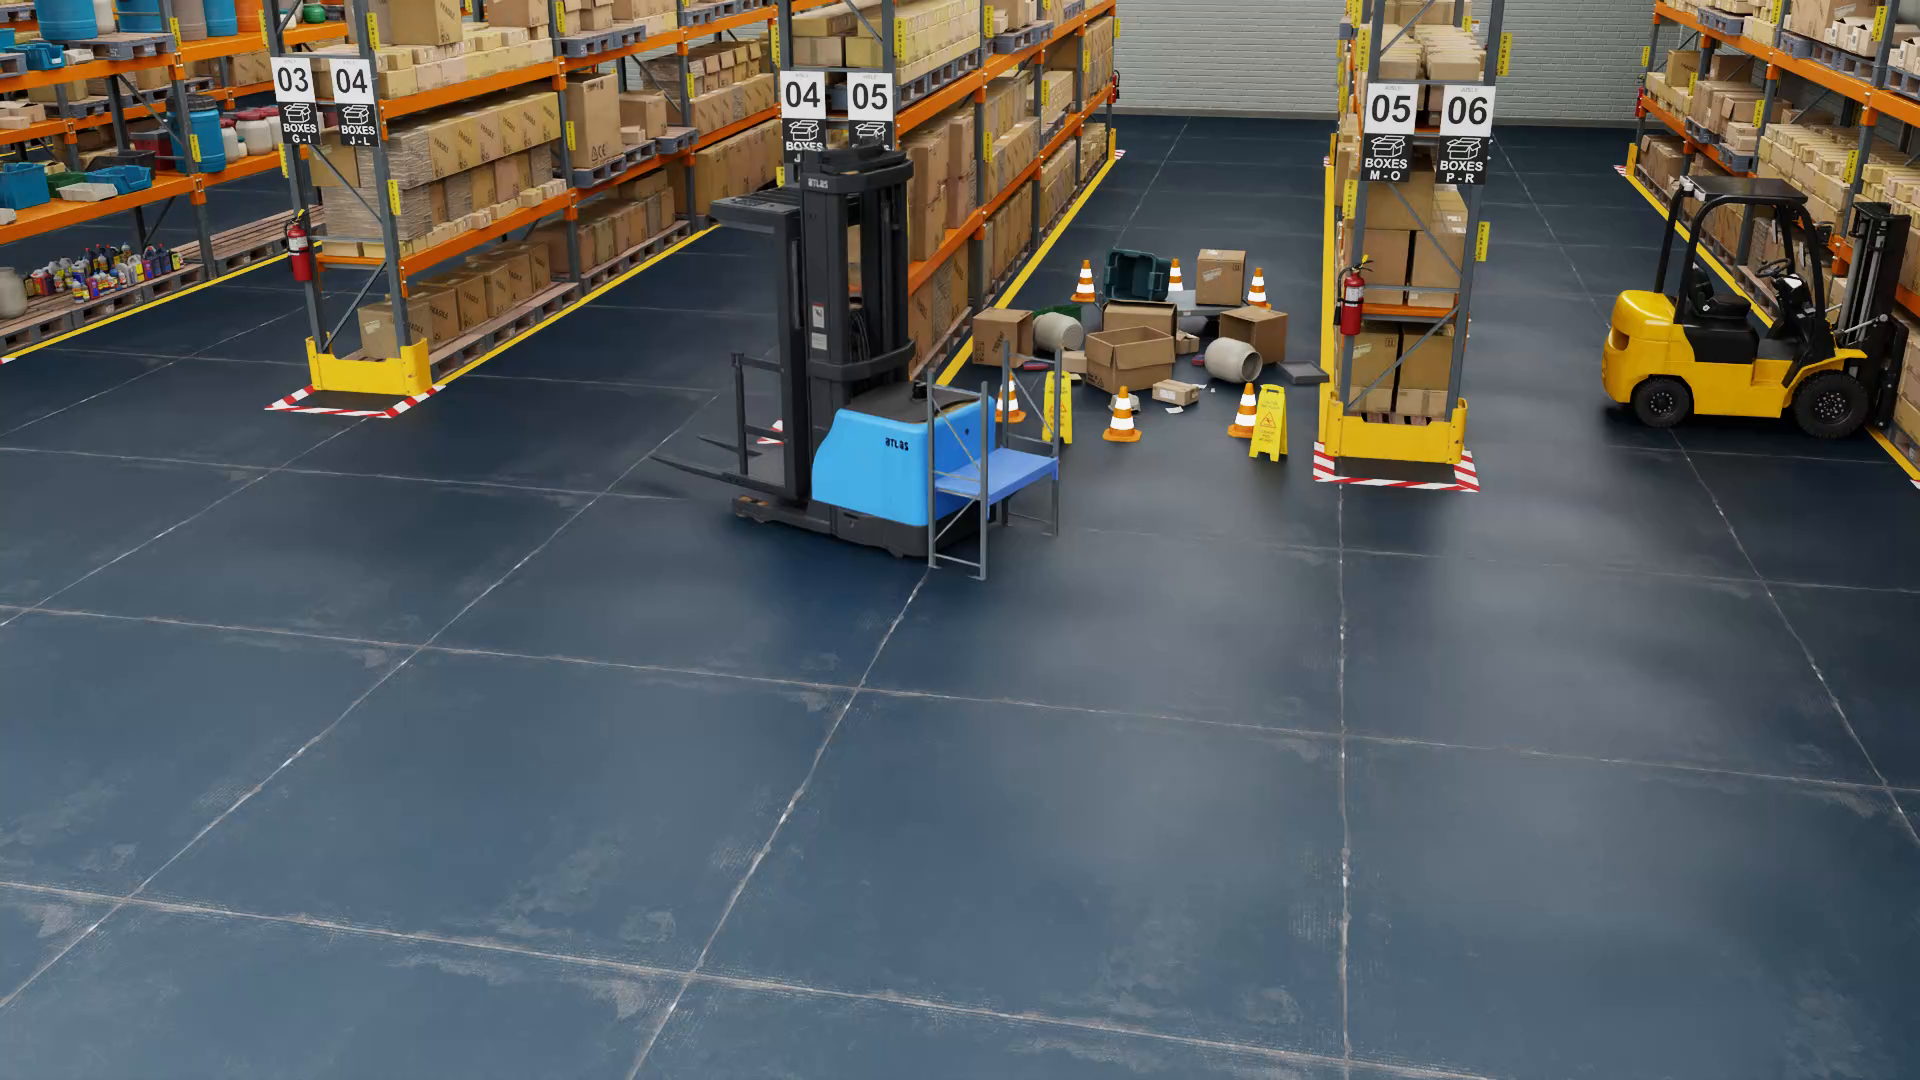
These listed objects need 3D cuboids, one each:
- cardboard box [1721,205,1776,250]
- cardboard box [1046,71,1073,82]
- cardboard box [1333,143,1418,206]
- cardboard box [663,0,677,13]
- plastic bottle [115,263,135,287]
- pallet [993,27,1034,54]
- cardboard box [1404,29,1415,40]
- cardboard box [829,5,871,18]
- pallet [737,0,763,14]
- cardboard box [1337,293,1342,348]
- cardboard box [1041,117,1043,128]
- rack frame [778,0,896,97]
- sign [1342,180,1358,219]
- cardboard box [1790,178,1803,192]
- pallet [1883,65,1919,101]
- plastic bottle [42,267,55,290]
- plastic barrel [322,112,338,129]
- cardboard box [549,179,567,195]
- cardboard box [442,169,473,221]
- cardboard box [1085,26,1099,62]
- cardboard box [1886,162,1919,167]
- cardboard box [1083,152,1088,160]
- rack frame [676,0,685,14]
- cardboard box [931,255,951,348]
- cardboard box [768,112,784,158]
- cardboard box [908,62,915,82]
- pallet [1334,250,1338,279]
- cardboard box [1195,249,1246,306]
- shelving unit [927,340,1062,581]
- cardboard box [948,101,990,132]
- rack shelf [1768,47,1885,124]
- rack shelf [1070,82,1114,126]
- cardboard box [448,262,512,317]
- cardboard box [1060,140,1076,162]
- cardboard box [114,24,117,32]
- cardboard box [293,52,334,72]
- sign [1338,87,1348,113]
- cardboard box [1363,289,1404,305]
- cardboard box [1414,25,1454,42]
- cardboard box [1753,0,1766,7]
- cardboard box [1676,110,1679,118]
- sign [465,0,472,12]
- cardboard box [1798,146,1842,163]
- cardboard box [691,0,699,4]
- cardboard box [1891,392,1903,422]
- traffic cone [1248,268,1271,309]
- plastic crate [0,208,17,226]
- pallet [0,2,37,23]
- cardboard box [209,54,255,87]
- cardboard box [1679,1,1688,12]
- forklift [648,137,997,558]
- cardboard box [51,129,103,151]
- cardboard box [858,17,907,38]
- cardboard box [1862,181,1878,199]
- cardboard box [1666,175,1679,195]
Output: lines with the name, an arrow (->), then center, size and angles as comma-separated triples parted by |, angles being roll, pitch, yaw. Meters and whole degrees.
cardboard box -> 10.295, -4.066, 21.718 | 0.500, 0.500, 0.500 | 4, 22, 10
cardboard box -> 1.506, -7.050, 25.321 | 0.380, 0.149, 0.250 | 5, 23, 13
cardboard box -> 3.819, -3.359, 15.308 | 0.700, 0.500, 0.500 | 4, 22, 10
cardboard box -> -4.107, -7.286, 22.111 | 0.500, 0.500, 0.500 | 5, 22, 12
plastic bottle -> -9.911, -3.160, 19.742 | 0.152, 0.276, 0.135 | 5, 22, 12
pallet -> 0.275, -6.050, 20.097 | 1.003, 0.211, 1.213 | 6, 23, 13
cardboard box -> 4.608, -5.333, 17.703 | 0.500, 0.250, 0.500 | 4, 22, 10
cardboard box -> -1.056, -4.969, 15.734 | 0.380, 0.149, 0.250 | 4, 22, 10
pallet -> -3.577, -8.236, 25.530 | 0.805, 0.209, 1.217 | 4, 22, 9
cardboard box -> 3.935, -2.084, 16.127 | 0.500, 0.500, 0.500 | 4, 22, 10
cardboard box -> 0.924, -5.719, 22.813 | 0.380, 0.149, 0.250 | 6, 23, 14
rack frame -> -1.052, -5.252, 13.848 | 1.000, 3.000, 0.127 | 4, 22, 11
sign -> 3.275, -2.862, 13.971 | 0.100, 0.325, 0.005 | 4, 22, 11
cardboard box -> 9.664, -3.902, 18.728 | 0.500, 0.250, 0.500 | 5, 23, 13
pallet -> 9.342, -4.251, 15.496 | 1.003, 0.211, 1.213 | 4, 22, 11
plastic bottle -> -10.684, -3.048, 19.464 | 0.152, 0.276, 0.135 | 4, 22, 9
plastic barrel -> -8.902, -6.058, 23.697 | 0.600, 0.536, 0.708 | 4, 22, 11
cardboard box -> -4.827, -4.129, 19.427 | 0.380, 0.149, 0.250 | 4, 22, 11
cardboard box -> -5.619, -3.639, 17.342 | 0.875, 0.500, 0.500 | 4, 22, 11
cardboard box -> 1.951, -8.025, 26.893 | 0.500, 0.500, 0.500 | 5, 22, 12
cardboard box -> 9.930, -3.859, 17.419 | 0.380, 0.149, 0.250 | 4, 22, 11
cardboard box -> 1.899, -6.365, 27.497 | 0.380, 0.149, 0.250 | 6, 23, 13
rack frame -> -4.255, -8.592, 22.143 | 1.000, 3.000, 0.127 | 4, 22, 11
cardboard box -> -0.613, -2.586, 17.542 | 0.875, 0.875, 0.875 | 5, 22, 11
cardboard box -> -3.226, -6.717, 27.799 | 0.875, 0.875, 0.875 | 4, 22, 11
cardboard box -> -0.617, -4.179, 14.840 | 0.380, 0.149, 0.250 | 5, 22, 11
pallet -> 5.286, -3.475, 21.200 | 1.003, 0.211, 1.213 | 4, 22, 11
cardboard box -> 2.882, -2.908, 18.391 | 0.500, 0.500, 0.500 | 4, 22, 11
shelving unit -> 0.262, -0.610, 12.360 | 0.538, 1.500, 1.048 | 14, 26, 31
cardboard box -> -0.037, -4.812, 19.315 | 0.700, 0.500, 0.500 | 4, 22, 10
rack shelf -> 9.899, -5.003, 18.210 | 1.077, 0.370, 4.000 | 4, 22, 11
rack shelf -> 1.804, -7.255, 27.816 | 1.077, 0.370, 4.000 | 4, 22, 11
cardboard box -> -5.351, -2.796, 18.564 | 0.500, 0.500, 0.500 | 2, 22, 6
cardboard box -> 1.492, -5.949, 25.390 | 0.500, 0.250, 0.500 | 4, 22, 9
cardboard box -> -17.264, -9.820, 32.820 | 0.980, 0.700, 0.700 | 5, 23, 13
cardboard box -> -6.136, -4.516, 15.703 | 0.380, 0.149, 0.250 | 4, 22, 11
sign -> 4.903, -5.632, 21.274 | 0.100, 0.325, 0.005 | 4, 22, 11
cardboard box -> 3.681, -2.165, 14.550 | 0.380, 0.149, 0.250 | 5, 23, 13
cardboard box -> 4.780, -5.104, 16.764 | 0.380, 0.149, 0.250 | 5, 22, 12
cardboard box -> 10.303, -6.852, 21.106 | 0.380, 0.149, 0.250 | 4, 22, 10
cardboard box -> 11.082, -6.447, 25.183 | 0.380, 0.149, 0.250 | 5, 22, 12
sign -> -5.615, -6.202, 19.003 | 0.100, 0.325, 0.005 | 4, 22, 11
cardboard box -> 9.553, -4.276, 18.453 | 0.380, 0.149, 0.250 | 4, 22, 9
cardboard box -> -4.111, -7.993, 23.974 | 0.500, 0.500, 0.500 | 6, 23, 14
cardboard box -> 8.683, -1.230, 15.011 | 0.500, 0.250, 0.500 | 5, 22, 11
traffic cone -> 3.513, -2.975, 19.621 | 0.336, 0.463, 0.334 | 4, 22, 11
plastic crate -> -10.238, -3.442, 17.738 | 0.298, 0.136, 0.250 | 4, 22, 11
pallet -> -14.003, -7.615, 23.984 | 1.213, 0.211, 1.003 | 6, 23, 13
cardboard box -> -12.765, -8.241, 29.167 | 0.500, 0.500, 0.500 | 5, 22, 12
cardboard box -> 11.192, -8.134, 25.357 | 0.380, 0.149, 0.250 | 5, 22, 12
forklift -> -1.210, -1.640, 13.002 | 3.031, 2.935, 1.130 | 15, 26, 32
cardboard box -> -13.984, -6.339, 26.333 | 0.500, 0.250, 0.500 | 5, 23, 13
cardboard box -> -0.673, -4.453, 14.452 | 0.380, 0.149, 0.250 | 5, 22, 12
cardboard box -> 9.168, -3.465, 16.440 | 0.380, 0.149, 0.250 | 4, 22, 10
cardboard box -> 11.022, -5.423, 25.402 | 0.396, 0.266, 0.258 | 5, 23, 13
